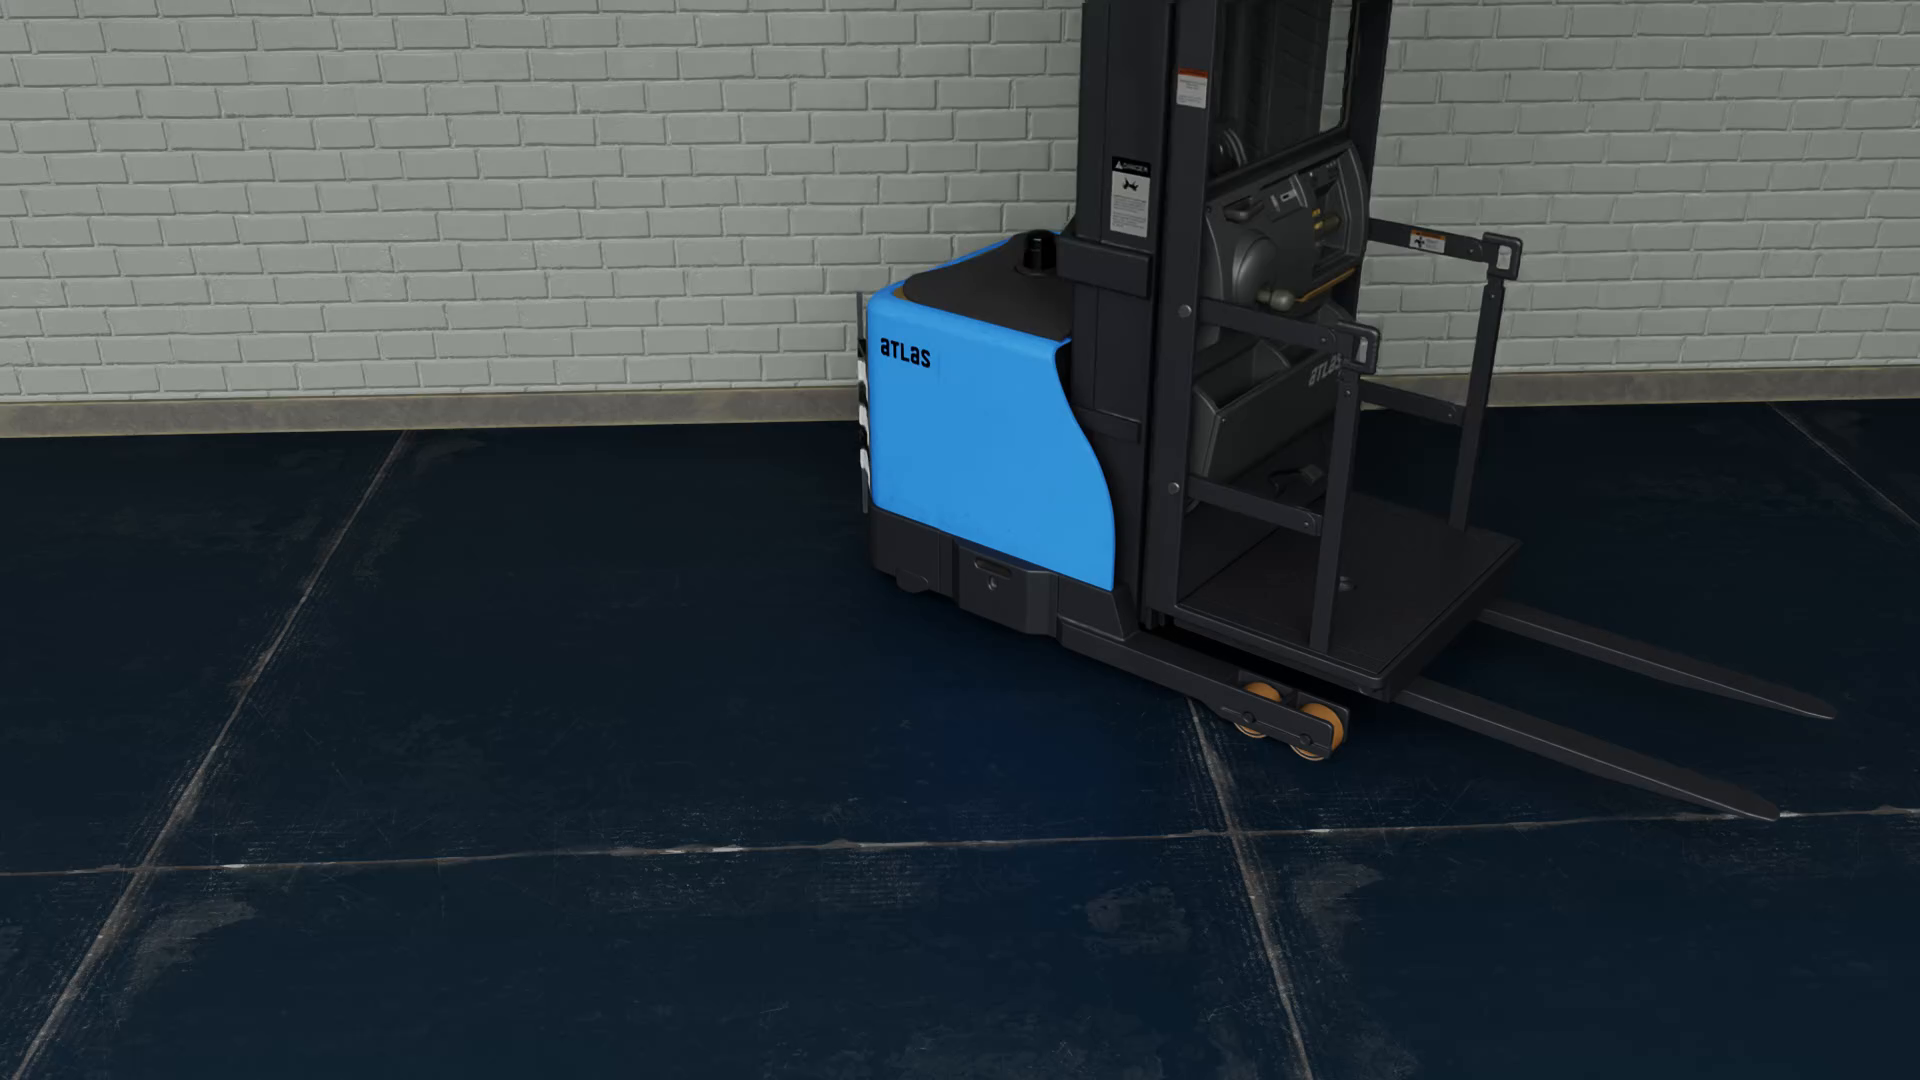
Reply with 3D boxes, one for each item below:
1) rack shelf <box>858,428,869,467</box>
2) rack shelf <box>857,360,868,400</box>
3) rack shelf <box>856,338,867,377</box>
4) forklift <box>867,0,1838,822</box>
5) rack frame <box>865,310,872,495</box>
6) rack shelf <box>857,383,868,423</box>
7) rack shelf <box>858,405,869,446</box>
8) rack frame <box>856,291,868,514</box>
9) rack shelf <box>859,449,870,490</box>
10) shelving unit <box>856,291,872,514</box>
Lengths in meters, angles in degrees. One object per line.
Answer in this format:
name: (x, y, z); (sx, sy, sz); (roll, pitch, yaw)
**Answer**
rack shelf: (-0.237, -0.357, 6.227); (0.258, 0.077, 0.200); (-6, 28, -10)
rack shelf: (-0.237, -0.596, 6.103); (0.258, 0.077, 0.200); (-6, 28, -10)
rack shelf: (-0.237, -0.676, 6.061); (0.258, 0.077, 0.200); (-6, 28, -10)
forklift: (1.148, -0.918, 4.840); (3.031, 2.935, 1.130); (20, 33, 33)
rack frame: (-0.216, -0.420, 6.082); (0.240, 0.900, 0.006); (-6, 28, -10)
rack shelf: (-0.237, -0.516, 6.144); (0.258, 0.077, 0.200); (-6, 28, -10)
rack shelf: (-0.237, -0.436, 6.186); (0.258, 0.077, 0.200); (-6, 28, -10)
rack frame: (-0.258, -0.512, 6.259); (0.240, 0.900, 0.006); (-6, 28, -10)
rack shelf: (-0.237, -0.277, 6.269); (0.258, 0.077, 0.200); (-6, 28, -10)
shelving unit: (-0.237, -0.466, 6.170); (0.258, 0.900, 0.210); (-6, 28, -10)
